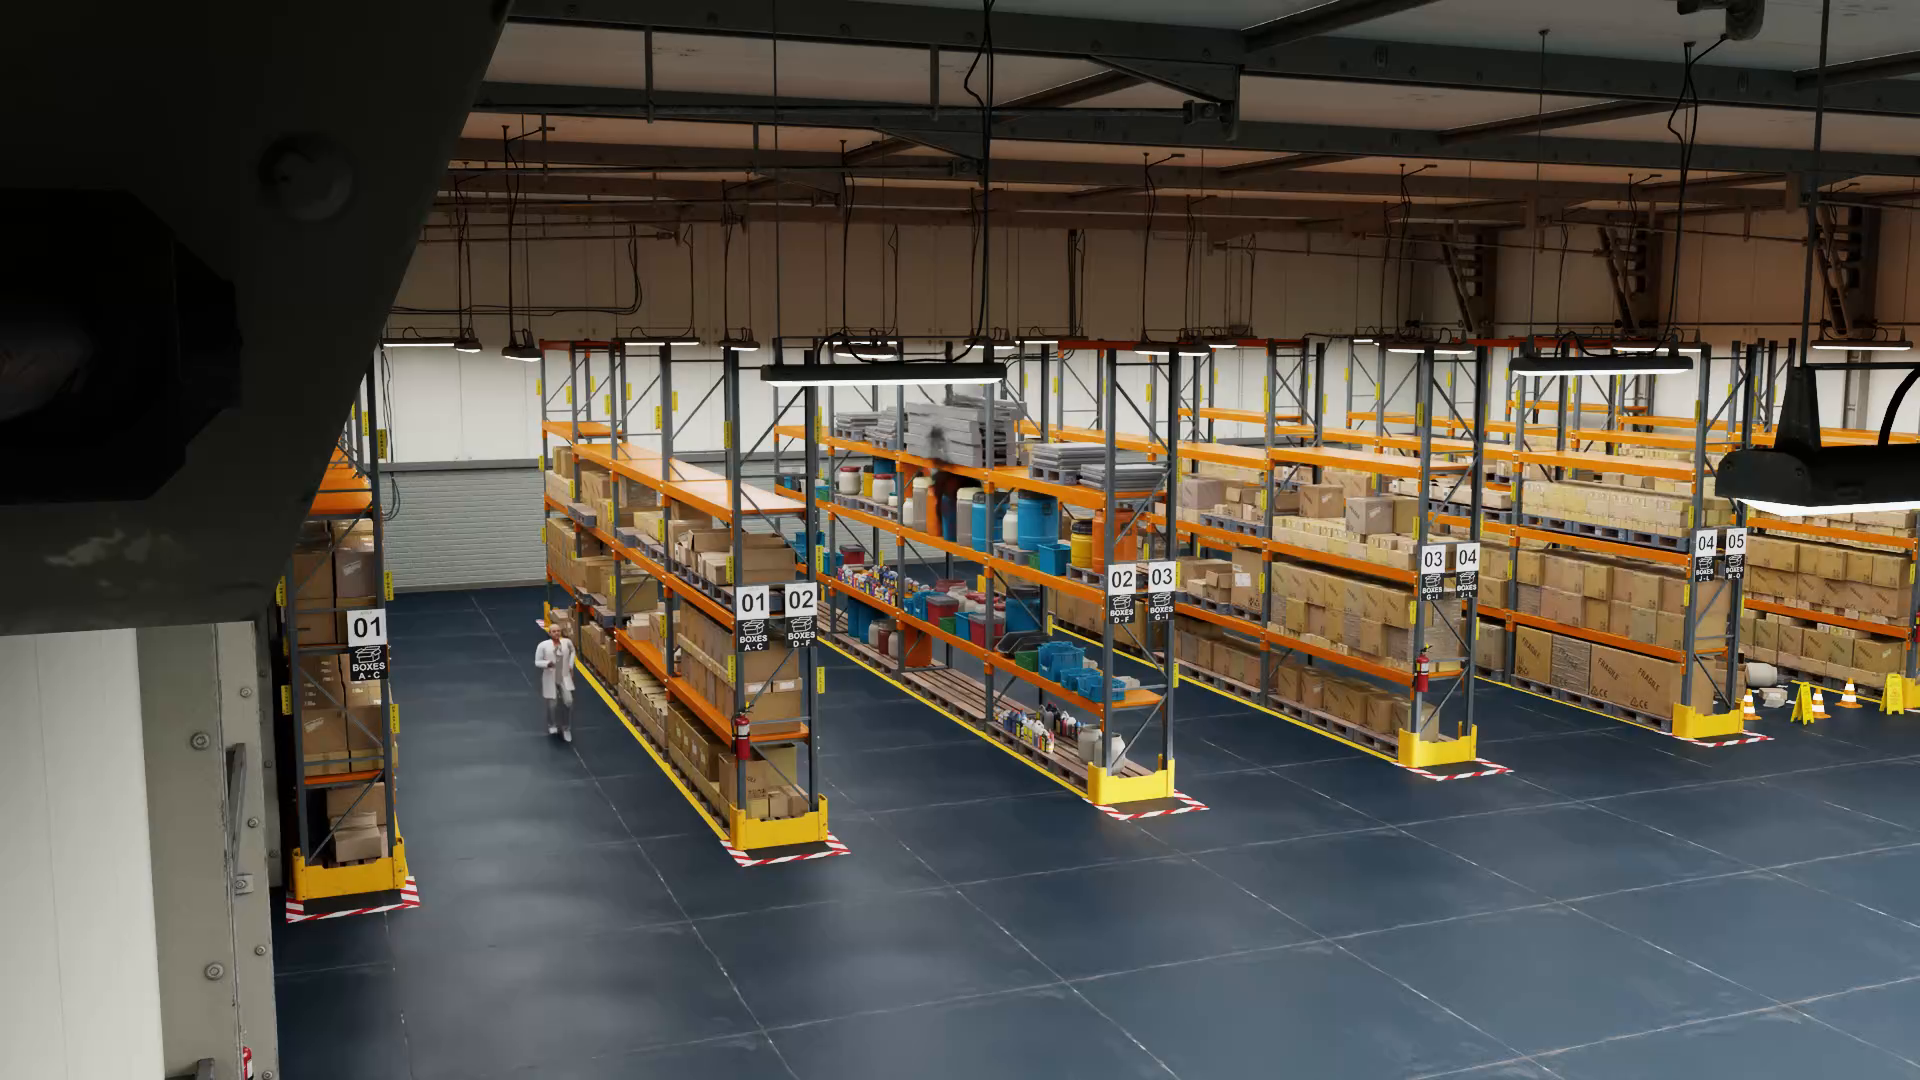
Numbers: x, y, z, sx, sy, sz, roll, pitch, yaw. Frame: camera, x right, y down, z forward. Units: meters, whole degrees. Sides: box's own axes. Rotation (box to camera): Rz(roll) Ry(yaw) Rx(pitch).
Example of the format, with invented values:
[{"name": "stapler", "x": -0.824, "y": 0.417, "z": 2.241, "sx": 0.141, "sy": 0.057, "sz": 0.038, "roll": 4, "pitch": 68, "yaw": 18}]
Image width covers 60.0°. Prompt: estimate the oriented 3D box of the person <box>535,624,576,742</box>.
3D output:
[{"name": "person", "x": -6.132, "y": 2.176, "z": 25.332, "sx": 0.654, "sy": 1.821, "sz": 0.854, "roll": -3, "pitch": 8, "yaw": -23}]
